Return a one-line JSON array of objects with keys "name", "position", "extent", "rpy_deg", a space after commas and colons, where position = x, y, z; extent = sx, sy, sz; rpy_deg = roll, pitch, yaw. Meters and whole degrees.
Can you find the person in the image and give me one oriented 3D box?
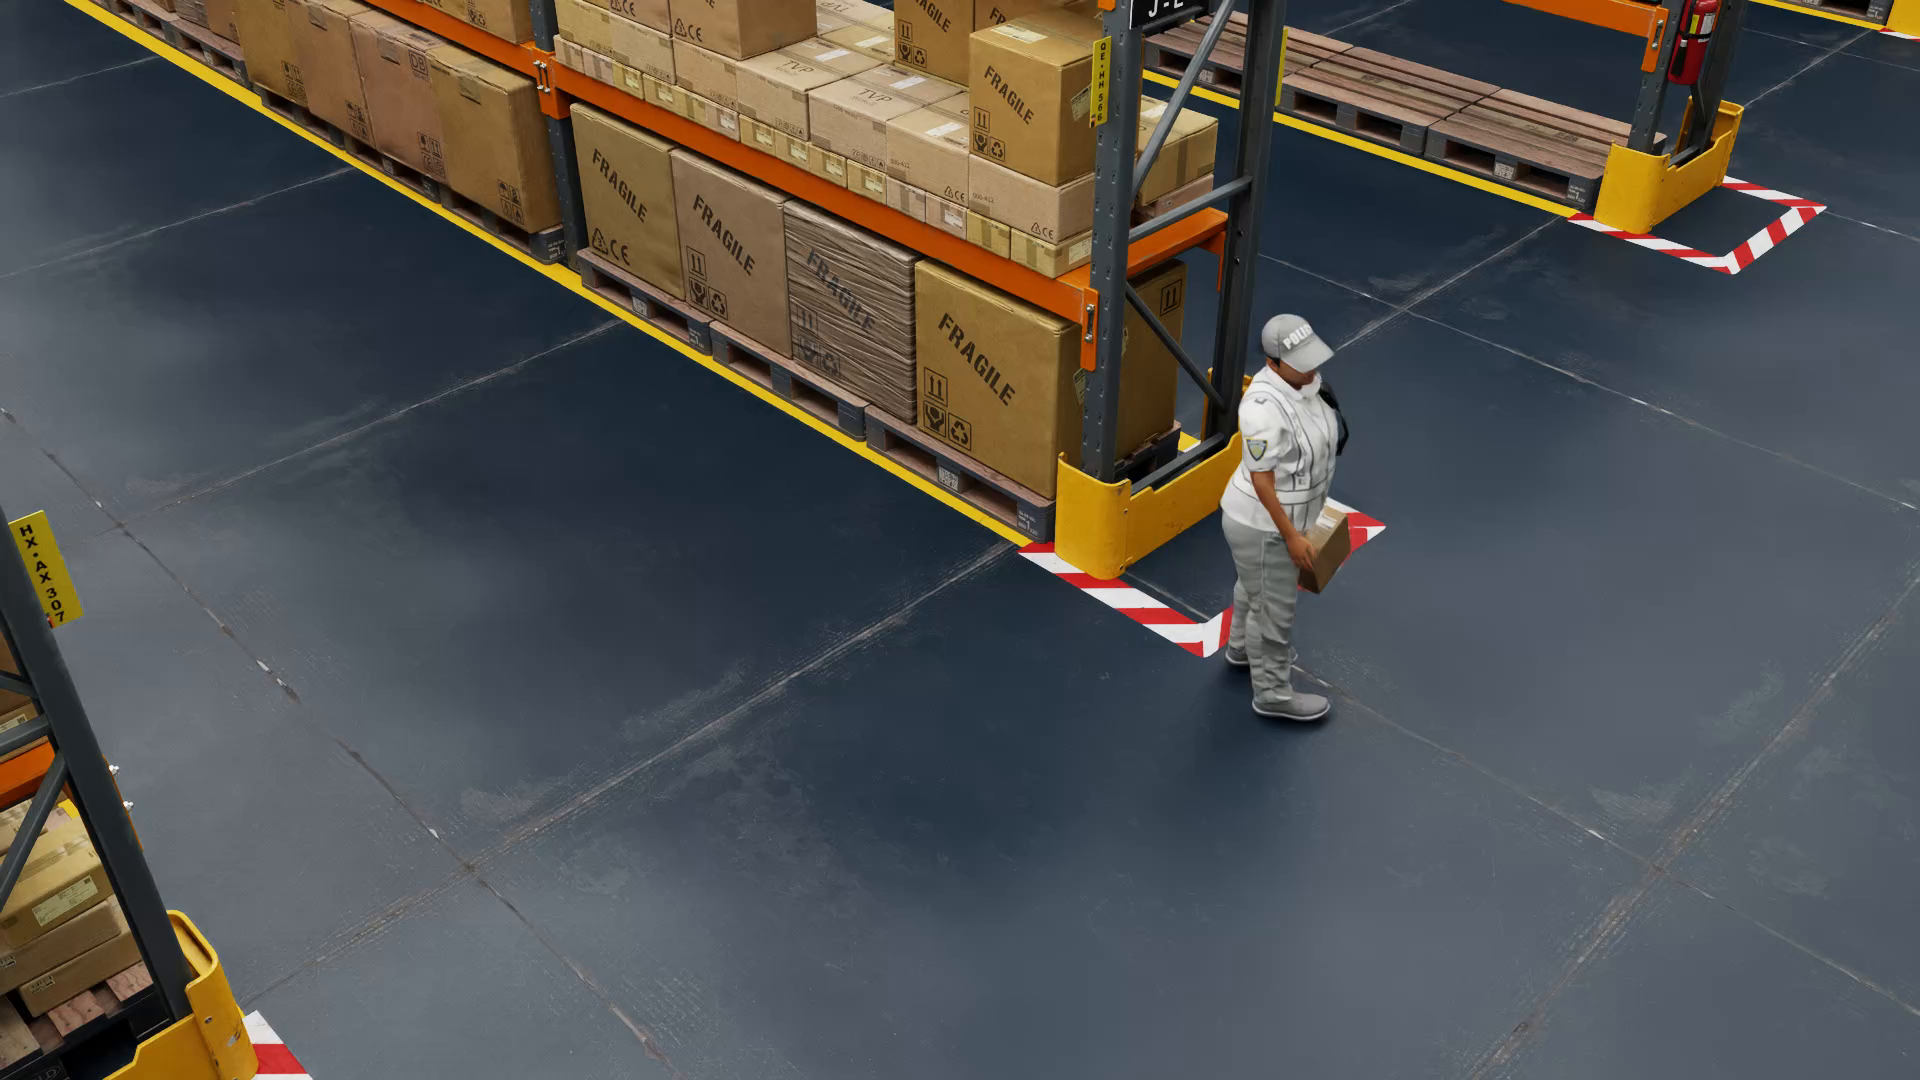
[{"name": "person", "position": [1.193, -0.052, 6.183], "extent": [0.592, 1.655, 0.568], "rpy_deg": [-15, 38, -20]}]
